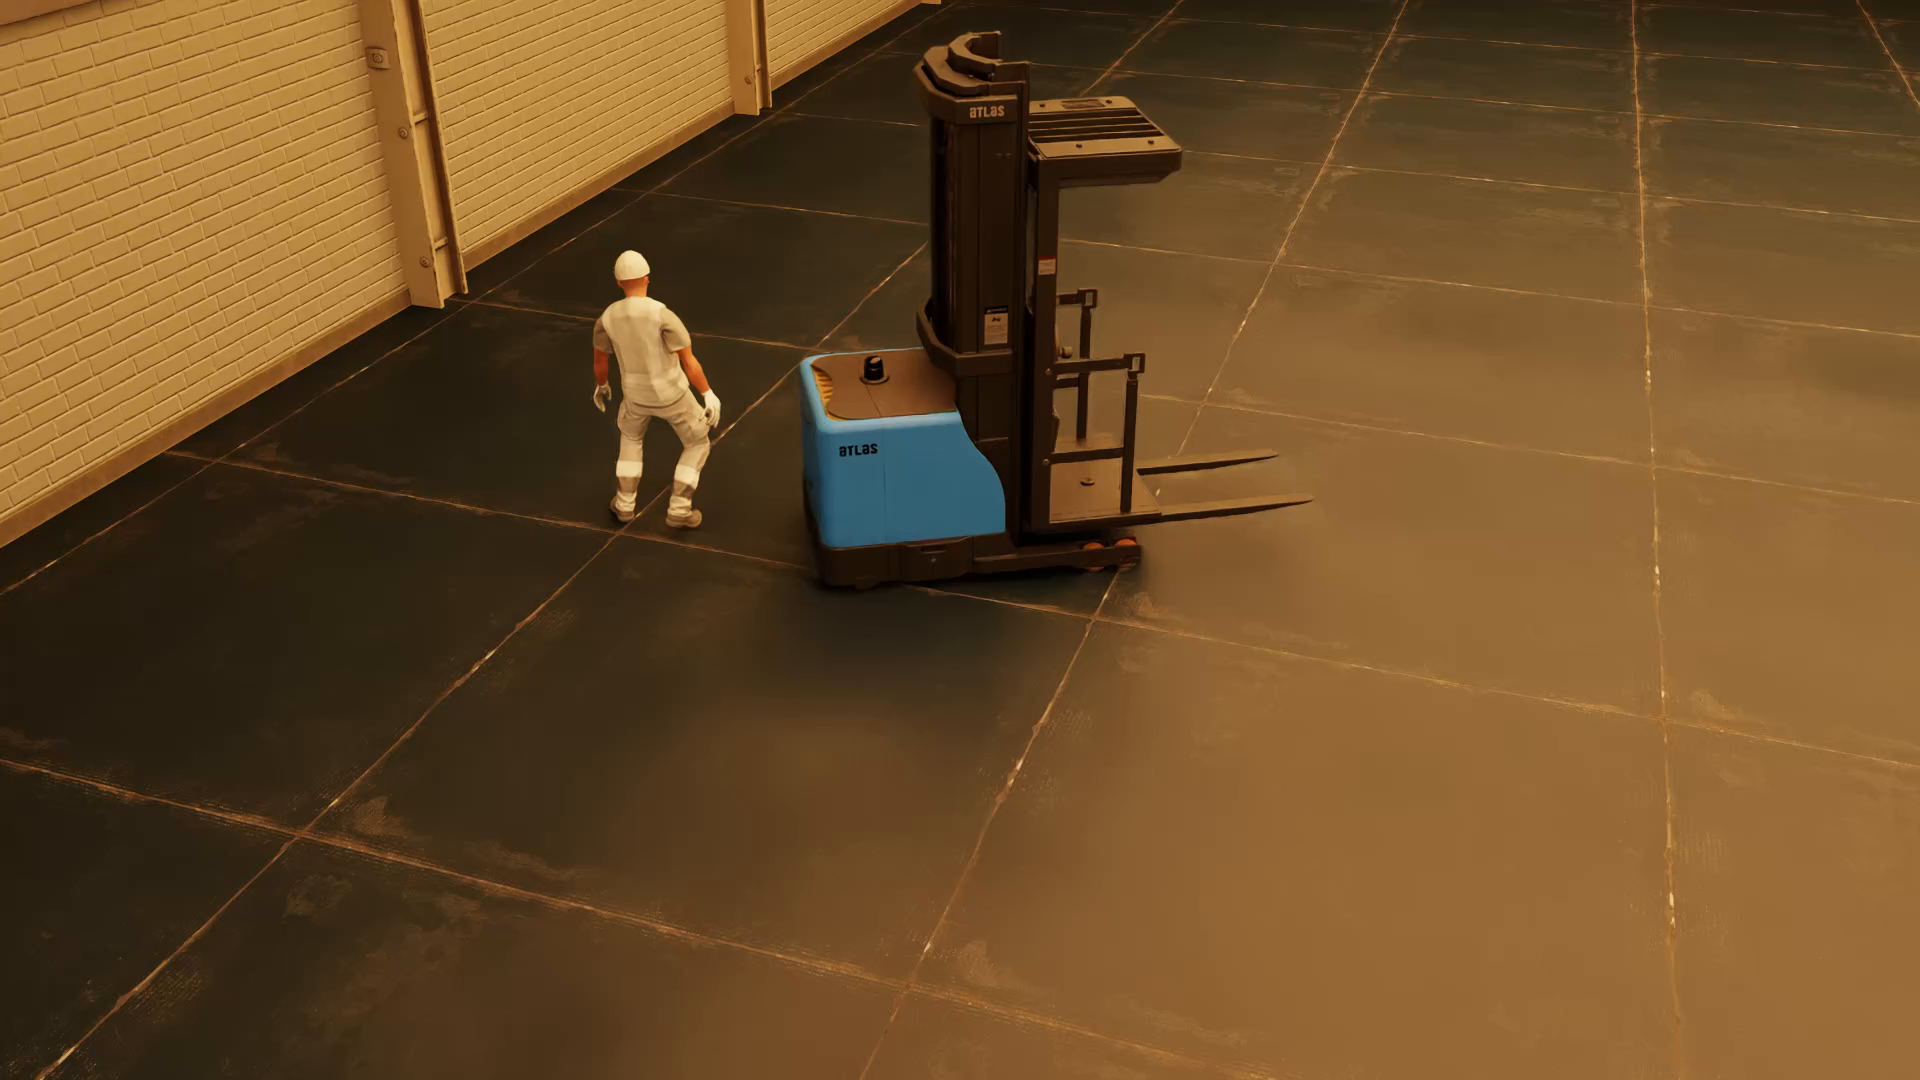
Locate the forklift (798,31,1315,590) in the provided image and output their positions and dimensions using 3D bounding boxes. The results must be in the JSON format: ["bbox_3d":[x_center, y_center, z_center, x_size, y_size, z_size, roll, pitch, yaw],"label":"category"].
[{"bbox_3d":[0.603,-1.341,9.489,3.031,2.935,1.130,-6,30,-10],"label":"forklift"}]

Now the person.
[{"bbox_3d":[-1.815,-0.877,9.920,0.907,1.695,0.469,11,31,18],"label":"person"}]
